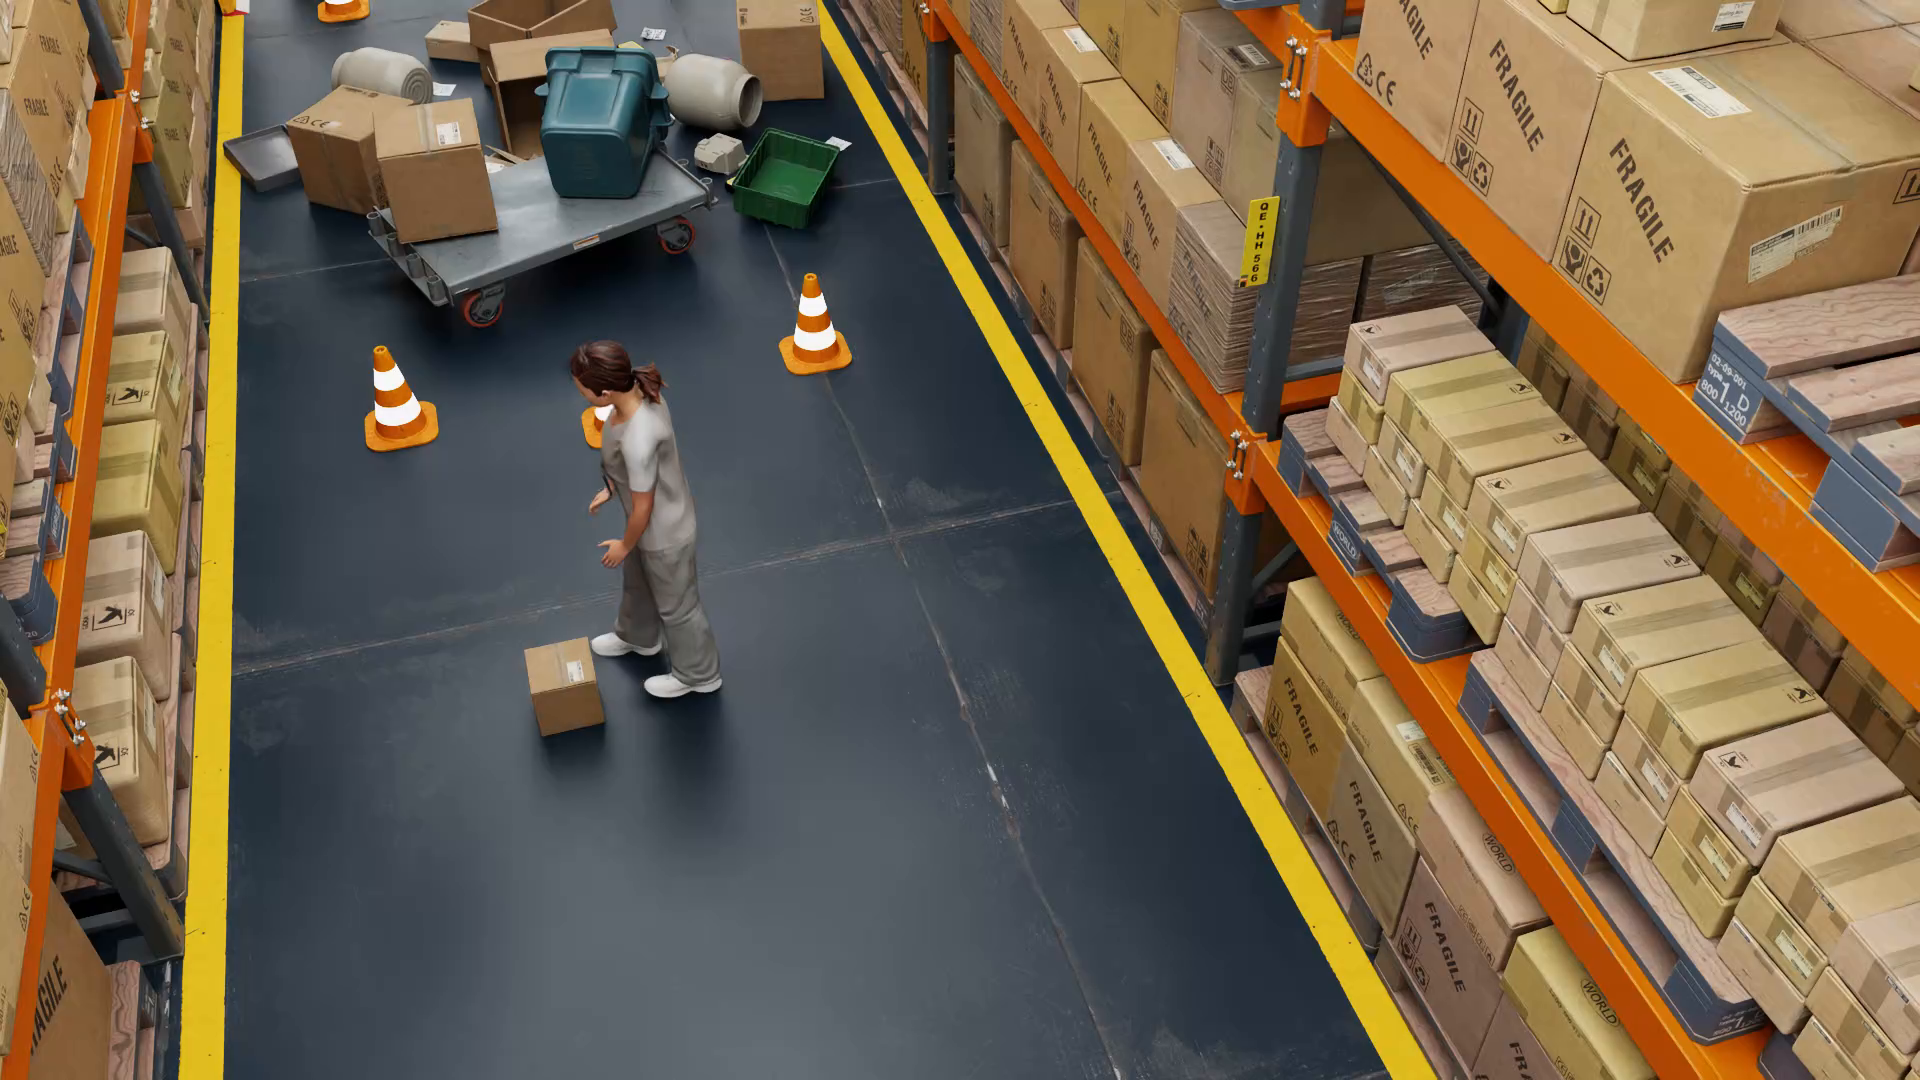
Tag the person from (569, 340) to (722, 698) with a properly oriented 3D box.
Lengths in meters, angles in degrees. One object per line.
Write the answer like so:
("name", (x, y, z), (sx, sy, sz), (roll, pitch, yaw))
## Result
("person", (-1.233, -0.062, 6.213), (0.522, 1.678, 0.500), (-8, 43, -8))
